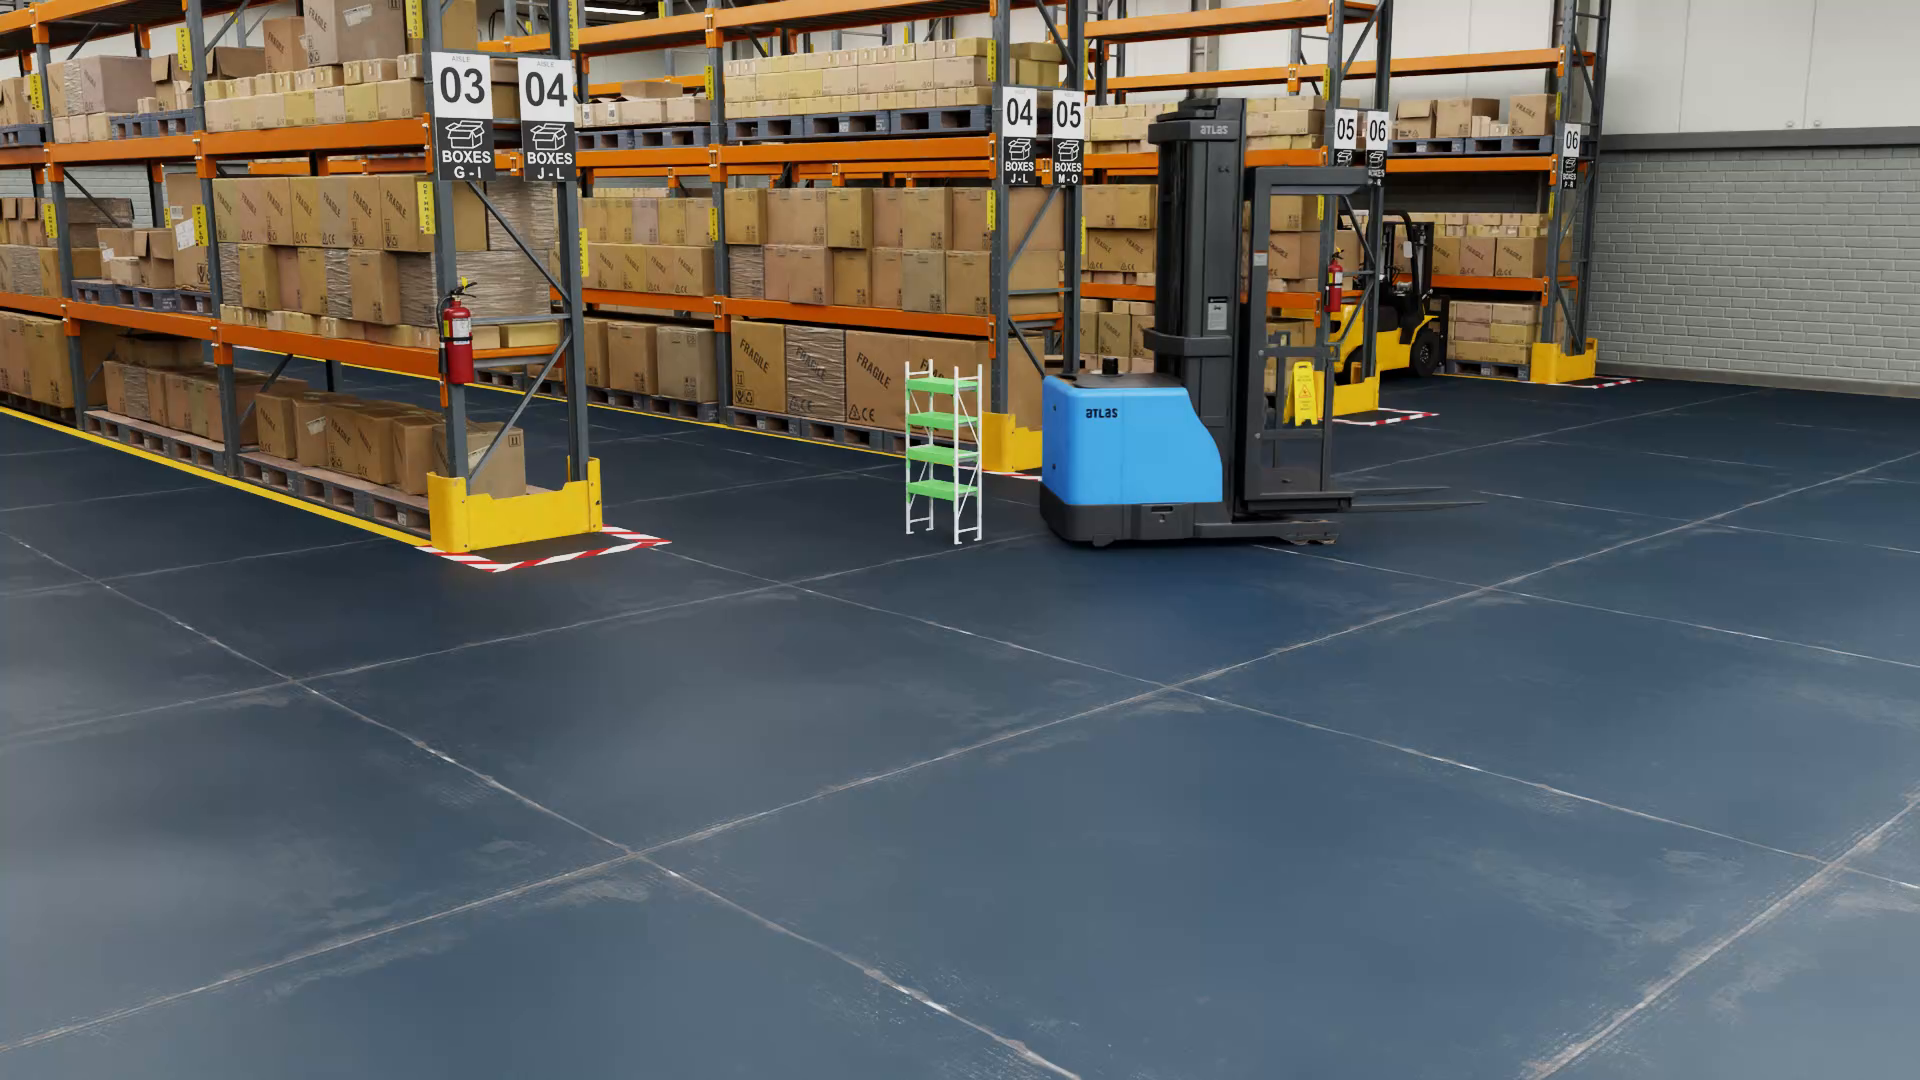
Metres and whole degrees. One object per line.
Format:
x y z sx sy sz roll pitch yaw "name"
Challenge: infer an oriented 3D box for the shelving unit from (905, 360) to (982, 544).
-0.114 -0.612 11.408 0.258 1.200 0.503 -11 16 -43 "shelving unit"

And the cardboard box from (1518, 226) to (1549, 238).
7.322 -3.924 21.169 0.380 0.149 0.250 -11 16 -42 "cardboard box"

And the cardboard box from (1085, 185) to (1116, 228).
1.898 -3.950 19.686 0.700 0.500 0.500 -11 16 -42 "cardboard box"

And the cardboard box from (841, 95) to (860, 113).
-0.861 -3.974 15.166 0.380 0.149 0.250 -11 16 -42 "cardboard box"

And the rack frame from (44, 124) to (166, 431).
-8.515 -2.640 16.793 1.000 3.000 0.127 -11 16 -43 "rack frame"

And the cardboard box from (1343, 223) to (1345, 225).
5.412 -4.341 23.195 0.380 0.149 0.250 -11 16 -43 "cardboard box"

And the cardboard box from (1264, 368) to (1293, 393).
3.407 -1.797 18.471 0.500 0.250 0.500 -11 16 -43 "cardboard box"

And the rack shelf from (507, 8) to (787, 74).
-3.477 -5.415 18.167 1.077 0.370 4.000 -11 16 -43 "rack shelf"

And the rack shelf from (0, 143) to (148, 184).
-9.897 -4.049 17.979 1.077 0.370 4.000 -11 16 -43 "rack shelf"

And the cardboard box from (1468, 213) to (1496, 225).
6.853 -4.194 21.742 0.380 0.149 0.250 -11 16 -42 "cardboard box"

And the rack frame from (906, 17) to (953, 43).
-0.523 -8.235 29.084 1.000 3.000 0.127 -11 16 -43 "rack frame"

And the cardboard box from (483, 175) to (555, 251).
-3.174 -2.275 11.559 0.500 0.500 0.500 -11 16 -43 "cardboard box"

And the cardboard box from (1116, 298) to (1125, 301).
2.660 -3.663 26.602 0.875 0.625 0.625 -10 15 -41 "cardboard box"

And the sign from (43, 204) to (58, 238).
-8.915 -3.129 16.298 0.100 0.325 0.005 -11 16 -43 "sign"

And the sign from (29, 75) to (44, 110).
-8.923 -4.325 16.060 0.100 0.325 0.005 -11 16 -43 "sign"

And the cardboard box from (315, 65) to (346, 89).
-4.301 -3.252 11.710 0.250 0.149 0.380 11 16 42 "cardboard box"

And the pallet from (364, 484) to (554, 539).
-3.579 -0.241 12.060 1.003 0.211 1.213 -11 16 -43 "pallet"

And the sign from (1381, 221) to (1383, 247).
4.569 -3.353 18.108 0.100 0.325 0.005 -11 16 -43 "sign"

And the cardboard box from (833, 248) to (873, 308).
-0.710 -2.518 15.830 0.875 0.550 0.500 -11 16 -43 "cardboard box"

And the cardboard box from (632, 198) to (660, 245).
-3.149 -3.492 18.201 0.700 0.500 0.500 -11 16 -42 "cardboard box"

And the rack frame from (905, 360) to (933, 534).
-0.283 -0.647 11.580 0.240 1.200 0.015 -11 16 -43 "rack frame"

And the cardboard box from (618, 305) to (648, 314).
-5.085 -3.793 27.696 0.875 0.438 0.875 11 16 43 "cardboard box"

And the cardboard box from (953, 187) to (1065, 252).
0.438 -2.811 14.574 0.875 0.550 0.550 -11 16 -43 "cardboard box"

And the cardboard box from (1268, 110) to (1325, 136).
3.628 -4.432 17.691 0.500 0.250 0.500 -11 16 -43 "cardboard box"

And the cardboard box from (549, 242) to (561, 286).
-4.390 -3.189 19.207 0.500 0.500 0.500 -11 16 -43 "cardboard box"

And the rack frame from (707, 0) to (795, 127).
-2.096 -5.671 16.637 1.000 3.000 0.127 -11 16 -43 "rack frame"

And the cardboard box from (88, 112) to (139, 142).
-7.659 -3.783 15.279 0.500 0.250 0.500 -10 16 -41 "cardboard box"

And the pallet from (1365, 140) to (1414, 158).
5.609 -5.435 23.142 1.003 0.211 1.213 -11 16 -43 "pallet"

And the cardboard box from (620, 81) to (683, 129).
-3.455 -4.875 18.669 0.500 0.500 0.500 -11 16 -43 "cardboard box"

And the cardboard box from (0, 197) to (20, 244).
-10.365 -3.570 18.574 0.797 0.503 0.637 -11 16 -42 "cardboard box"

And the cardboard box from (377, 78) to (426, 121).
-3.508 -2.903 11.008 0.500 0.250 0.500 -10 16 -41 "cardboard box"

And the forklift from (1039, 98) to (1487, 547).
2.129 -1.503 11.444 3.031 2.935 1.130 -2 12 -8 "forklift"

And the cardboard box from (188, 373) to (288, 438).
-6.477 -1.212 14.967 0.700 0.500 0.500 -11 16 -43 "cardboard box"

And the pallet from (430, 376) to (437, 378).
-6.235 -2.243 21.776 1.003 0.211 1.213 -11 16 -43 "pallet"

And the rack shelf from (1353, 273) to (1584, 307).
6.383 -3.485 22.678 1.077 0.370 4.000 -11 16 -43 "rack shelf"

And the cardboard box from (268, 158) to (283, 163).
-9.897 -5.701 24.589 0.500 0.250 0.500 -10 15 -41 "cardboard box"

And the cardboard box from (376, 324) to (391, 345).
-3.881 -1.467 11.721 0.380 0.149 0.250 -11 16 -43 "cardboard box"

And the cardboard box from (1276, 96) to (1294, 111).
3.579 -4.641 17.720 0.380 0.149 0.250 -11 16 -42 "cardboard box"

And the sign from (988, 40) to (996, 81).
0.264 -3.940 13.668 0.100 0.325 0.005 -11 16 -43 "sign"

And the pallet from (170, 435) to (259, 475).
-6.292 -0.804 14.791 1.003 0.211 1.213 -11 16 -43 "pallet"

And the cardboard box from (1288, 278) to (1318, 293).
3.764 -2.755 17.974 0.380 0.149 0.250 -10 15 -41 "cardboard box"

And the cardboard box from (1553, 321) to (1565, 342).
7.590 -2.747 21.847 0.500 0.250 0.500 -11 16 -42 "cardboard box"

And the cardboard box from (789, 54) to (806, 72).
-1.385 -4.475 15.624 0.380 0.149 0.250 -11 16 -42 "cardboard box"

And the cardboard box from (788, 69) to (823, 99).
-1.263 -4.272 15.623 0.500 0.250 0.500 -11 16 -43 "cardboard box"

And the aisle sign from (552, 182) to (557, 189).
-7.132 -6.432 28.755 0.394 0.787 0.004 -11 16 -43 "aisle sign"

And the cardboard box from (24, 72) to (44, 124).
-8.989 -4.445 16.821 0.797 0.503 0.637 -10 15 -39 "cardboard box"

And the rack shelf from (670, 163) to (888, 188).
-2.729 -5.430 24.682 1.077 0.370 4.000 -11 16 -43 "rack shelf"

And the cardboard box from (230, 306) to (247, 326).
-5.659 -1.822 13.443 0.380 0.149 0.250 -11 16 -43 "cardboard box"

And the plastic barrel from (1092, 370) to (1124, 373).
1.655 -1.682 18.528 0.512 0.421 0.421 -1 12 -4 "plastic barrel"

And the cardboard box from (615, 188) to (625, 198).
-5.390 -5.657 27.104 0.380 0.149 0.250 -11 16 -44 "cardboard box"

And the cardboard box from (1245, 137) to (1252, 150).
3.247 -4.334 18.205 0.380 0.149 0.250 -11 16 -42 "cardboard box"

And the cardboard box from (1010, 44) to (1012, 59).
0.494 -4.270 14.629 0.380 0.149 0.250 -11 16 -42 "cardboard box"

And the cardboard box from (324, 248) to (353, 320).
-4.097 -1.887 12.150 0.875 0.500 0.500 -11 16 -43 "cardboard box"

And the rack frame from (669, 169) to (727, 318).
-4.110 -4.605 26.329 1.000 3.000 0.127 -11 16 -43 "rack frame"

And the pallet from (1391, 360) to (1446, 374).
6.367 -2.464 22.847 1.003 0.211 1.213 -11 16 -43 "pallet"

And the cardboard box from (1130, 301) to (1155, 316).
2.214 -2.717 19.475 0.380 0.149 0.250 -10 15 -39 "cardboard box"
